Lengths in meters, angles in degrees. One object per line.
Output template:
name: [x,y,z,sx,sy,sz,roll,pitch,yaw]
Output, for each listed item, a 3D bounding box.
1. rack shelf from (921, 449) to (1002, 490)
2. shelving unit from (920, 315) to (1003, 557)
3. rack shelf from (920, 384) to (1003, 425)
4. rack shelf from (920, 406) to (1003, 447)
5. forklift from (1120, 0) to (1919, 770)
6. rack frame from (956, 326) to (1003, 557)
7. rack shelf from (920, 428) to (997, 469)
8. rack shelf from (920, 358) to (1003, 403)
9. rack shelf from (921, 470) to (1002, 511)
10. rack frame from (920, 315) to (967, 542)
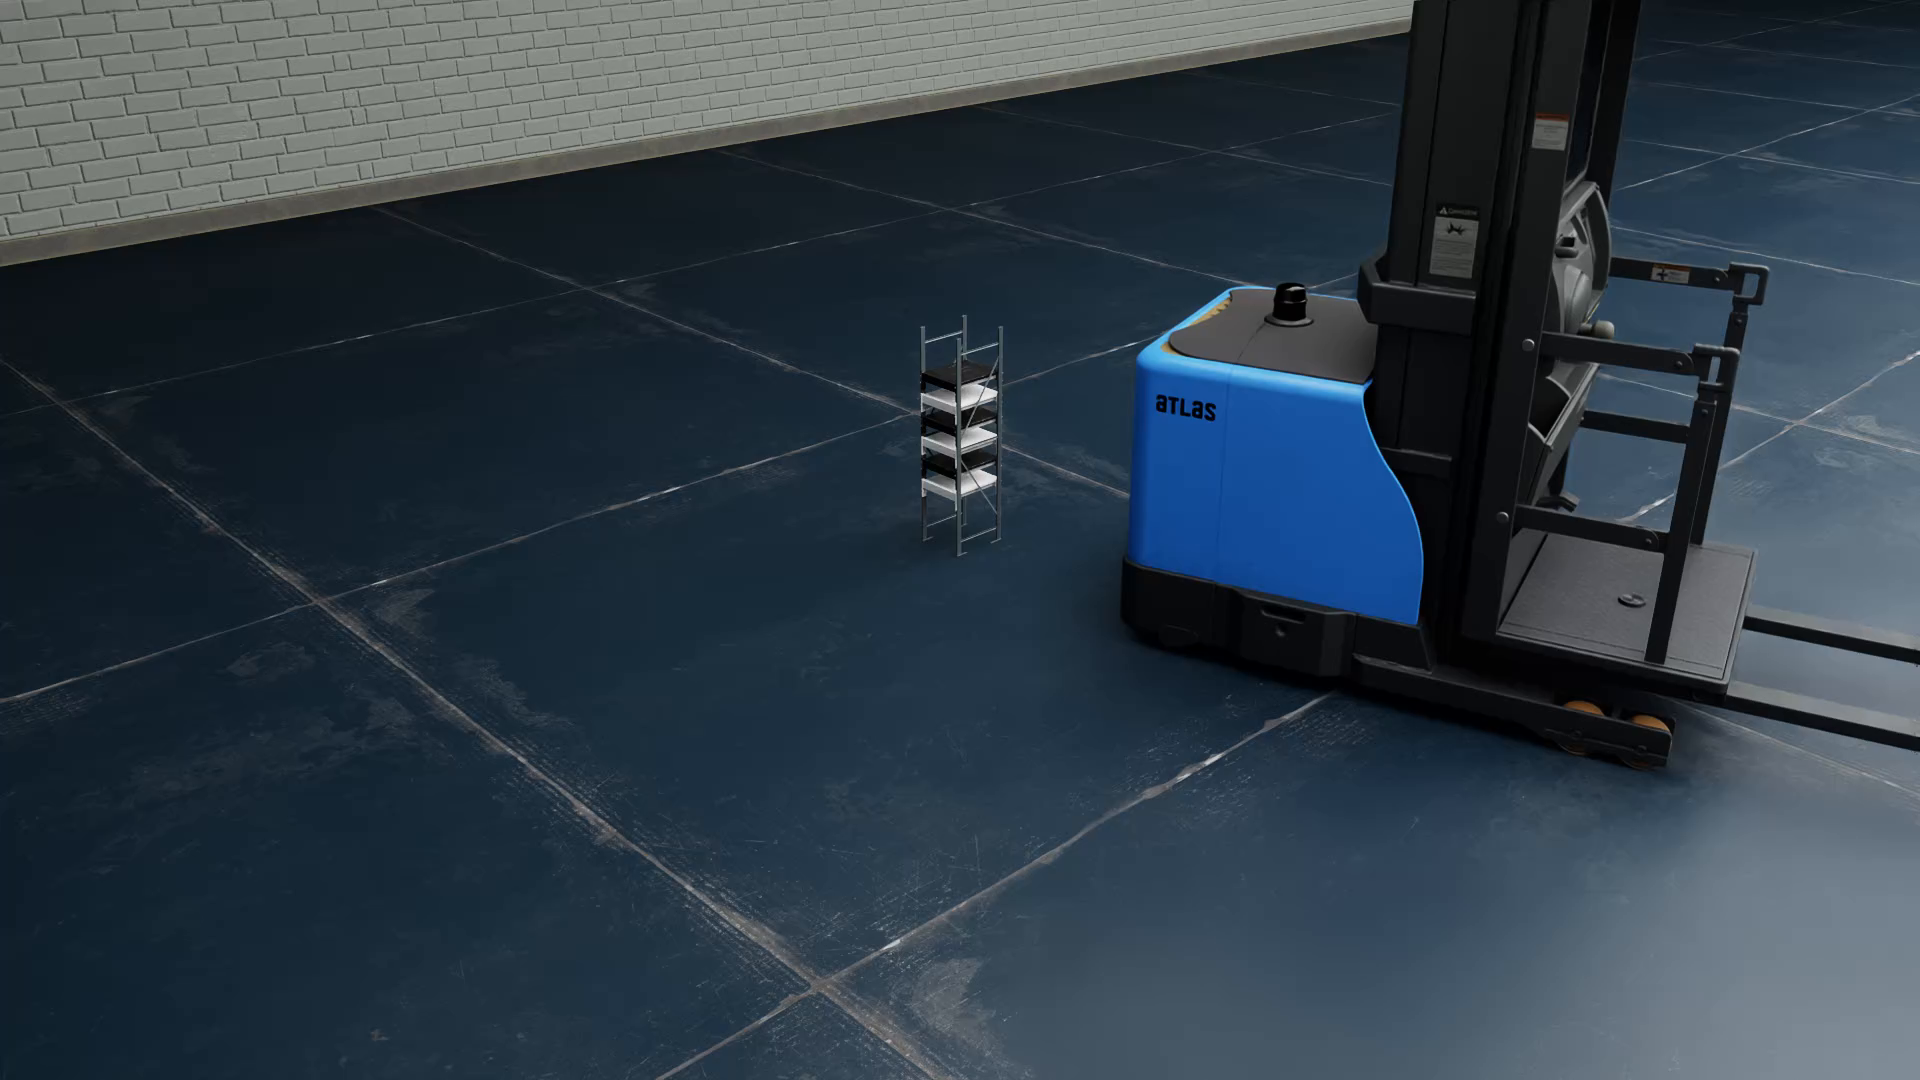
rack shelf: [0.006,-0.295,6.609,0.258,0.077,0.200,-21,32,-38]
shelving unit: [0.006,-0.407,6.558,0.258,0.900,0.210,-21,32,-38]
rack shelf: [0.006,-0.540,6.497,0.258,0.077,0.200,-21,32,-38]
rack shelf: [0.006,-0.458,6.534,0.258,0.077,0.200,-21,32,-38]
forklift: [2.120,-0.869,5.123,3.031,2.935,1.130,13,27,26]
rack frame: [0.075,-0.376,6.490,0.240,0.900,0.006,-21,32,-38]
rack shelf: [0.006,-0.377,6.572,0.258,0.077,0.200,-21,32,-38]
rack shelf: [0.006,-0.622,6.460,0.258,0.077,0.200,-21,32,-38]
rack shelf: [0.006,-0.213,6.646,0.258,0.077,0.200,-21,32,-38]
rack frame: [-0.064,-0.438,6.625,0.240,0.900,0.006,-21,32,-38]
